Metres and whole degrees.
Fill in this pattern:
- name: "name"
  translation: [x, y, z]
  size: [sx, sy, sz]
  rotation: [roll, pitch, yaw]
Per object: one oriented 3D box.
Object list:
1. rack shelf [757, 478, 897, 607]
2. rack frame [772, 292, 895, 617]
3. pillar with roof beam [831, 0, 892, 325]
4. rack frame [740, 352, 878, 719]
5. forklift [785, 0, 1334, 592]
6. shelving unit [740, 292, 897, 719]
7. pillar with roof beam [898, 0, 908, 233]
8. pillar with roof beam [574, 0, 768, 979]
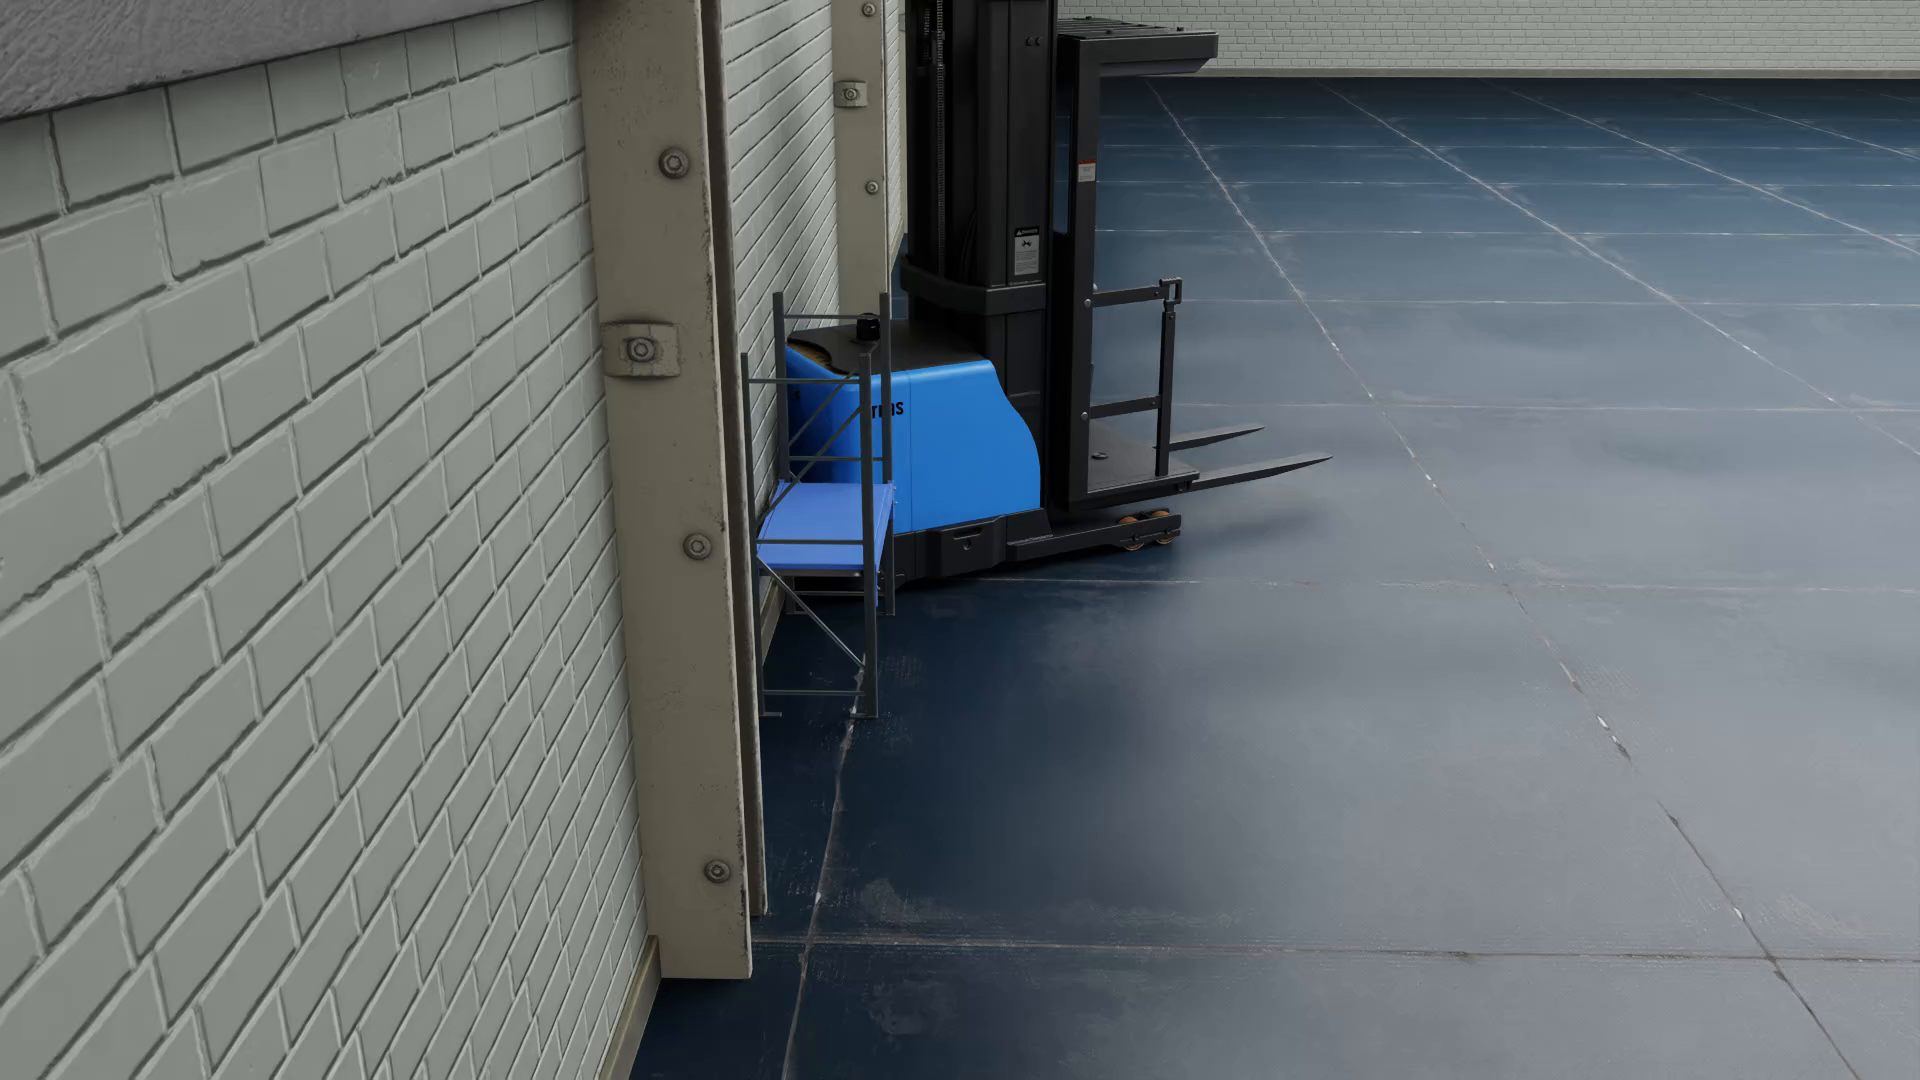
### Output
- name: "rack shelf"
  translation: [-0.566, -0.005, 6.967]
  size: [0.538, 0.185, 1.000]
  rotation: [1, 21, 2]
- name: "rack frame"
  translation: [-0.551, -0.357, 7.375]
  size: [0.500, 1.500, 0.032]
  rotation: [1, 21, 2]
- name: "pillar with roof beam"
  translation: [3.696, -5.051, 9.106]
  size: [9.100, 9.000, 0.400]
  rotation: [1, 21, 2]
- name: "rack frame"
  translation: [-0.581, 0.011, 6.428]
  size: [0.500, 1.500, 0.032]
  rotation: [1, 21, 2]
- name: "forklift"
  translation: [0.551, -1.471, 8.268]
  size: [3.031, 2.935, 1.130]
  rotation: [-11, 24, -26]
- name: "shelving unit"
  translation: [-0.566, -0.173, 6.901]
  size: [0.538, 1.500, 1.048]
  rotation: [1, 21, 2]
- name: "pillar with roof beam"
  translation: [3.878, -7.220, 14.697]
  size: [9.100, 9.000, 0.400]
  rotation: [1, 21, 2]
- name: "pillar with roof beam"
  translation: [3.513, -2.881, 3.515]
  size: [9.100, 9.000, 0.400]
  rotation: [1, 21, 2]
